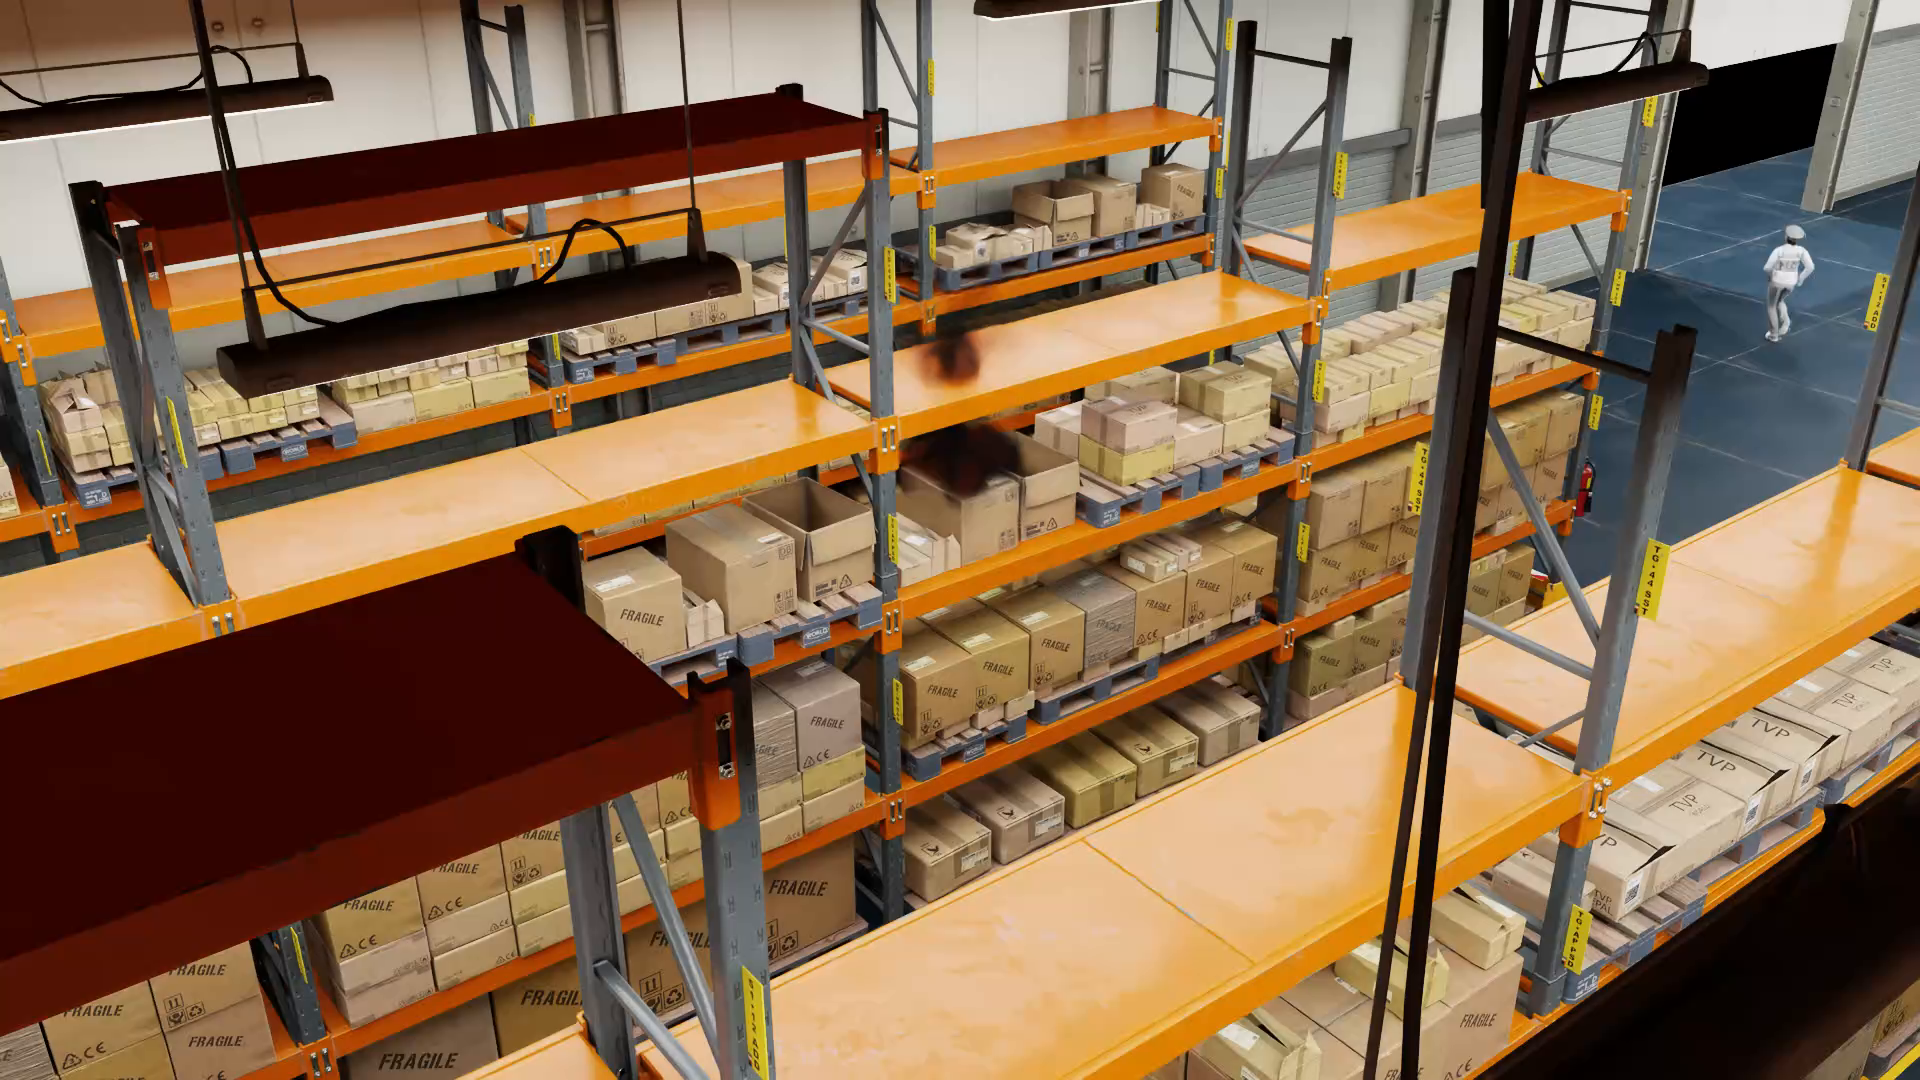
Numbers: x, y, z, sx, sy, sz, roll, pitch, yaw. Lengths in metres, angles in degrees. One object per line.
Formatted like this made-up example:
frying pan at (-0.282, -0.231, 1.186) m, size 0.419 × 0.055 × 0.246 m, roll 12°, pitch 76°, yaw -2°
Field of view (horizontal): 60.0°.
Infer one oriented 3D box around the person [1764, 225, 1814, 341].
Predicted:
person at (11.757, -3.698, 23.778) m, size 0.590 × 1.653 × 0.551 m, roll 1°, pitch 26°, yaw 3°
